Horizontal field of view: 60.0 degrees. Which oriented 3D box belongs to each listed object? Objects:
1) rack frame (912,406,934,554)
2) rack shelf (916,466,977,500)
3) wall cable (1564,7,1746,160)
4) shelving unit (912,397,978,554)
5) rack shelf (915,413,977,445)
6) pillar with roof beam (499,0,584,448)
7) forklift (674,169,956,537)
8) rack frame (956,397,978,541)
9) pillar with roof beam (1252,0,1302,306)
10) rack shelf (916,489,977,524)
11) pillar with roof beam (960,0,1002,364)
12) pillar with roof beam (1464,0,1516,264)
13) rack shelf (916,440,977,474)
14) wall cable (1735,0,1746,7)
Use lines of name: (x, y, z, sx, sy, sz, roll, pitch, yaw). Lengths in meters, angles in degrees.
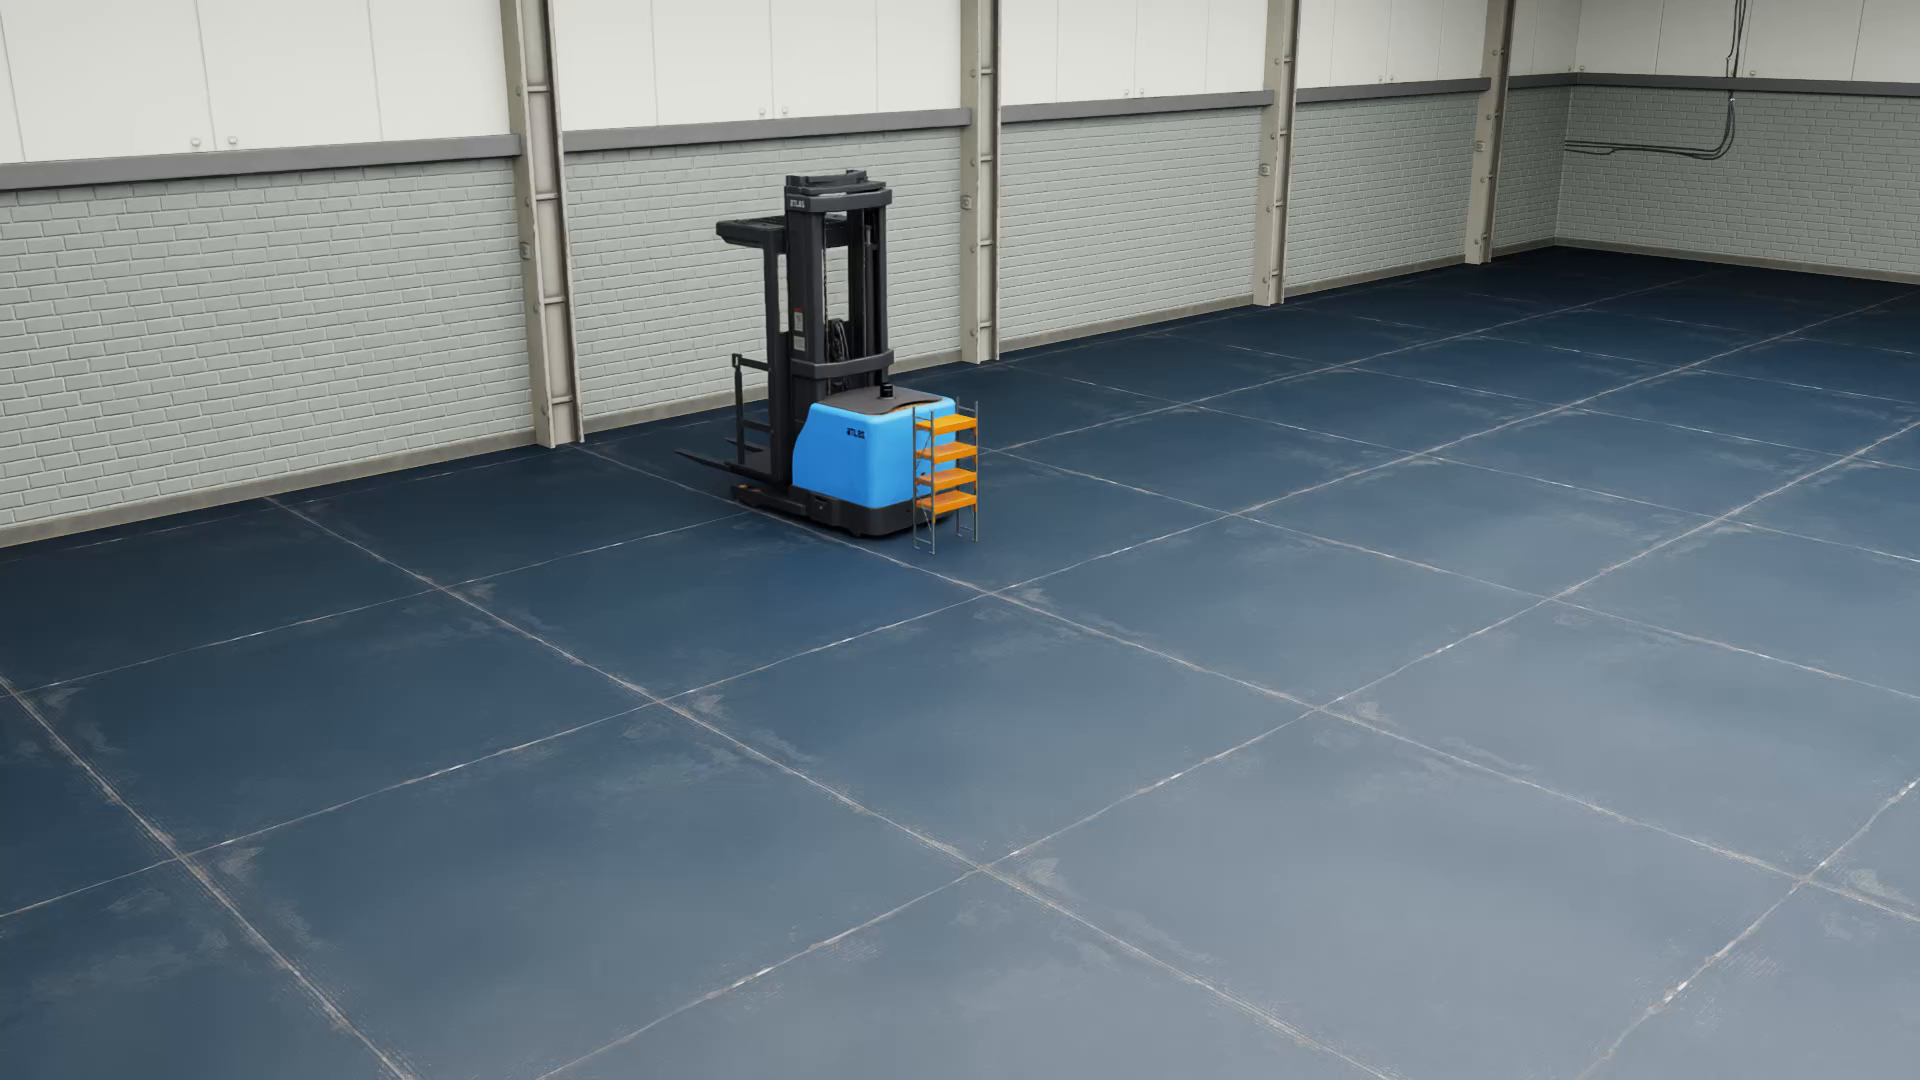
rack frame: (-0.298, -0.484, 13.532, 0.015, 1.200, 0.240, -16, 24, -41)
rack shelf: (-0.120, -0.472, 13.712, 0.480, 0.148, 0.258, -16, 24, -41)
wall cable: (12.018, -7.951, 28.951, 0.112, 2.526, 3.097, -16, 24, -41)
shelving unit: (-0.120, -0.536, 13.691, 0.503, 1.200, 0.258, -16, 24, -41)
rack shelf: (-0.120, -0.909, 13.570, 0.480, 0.148, 0.258, -16, 24, -41)
pillar with roof beam: (-1.152, -4.321, 12.722, 0.400, 9.000, 9.100, -16, 24, -41)
forklift: (-1.424, -1.789, 14.750, 3.031, 2.935, 1.130, 17, 24, 42)
rack frame: (0.057, -0.587, 13.851, 0.015, 1.200, 0.240, -16, 24, -41)
pillar with roof beam: (7.567, -6.864, 20.564, 0.400, 9.000, 9.100, -16, 24, -41)
rack shelf: (-0.120, -0.283, 13.773, 0.480, 0.148, 0.258, -16, 24, -41)
pillar with roof beam: (3.208, -5.592, 16.643, 0.400, 9.000, 9.100, -16, 24, -41)
pillar with roof beam: (11.927, -8.135, 24.486, 0.400, 9.000, 9.100, -16, 24, -41)
rack shelf: (-0.120, -0.684, 13.643, 0.480, 0.148, 0.258, -16, 24, -41)
wall cable: (13.877, -9.747, 26.303, 0.112, 2.526, 3.097, -16, 24, -41)
